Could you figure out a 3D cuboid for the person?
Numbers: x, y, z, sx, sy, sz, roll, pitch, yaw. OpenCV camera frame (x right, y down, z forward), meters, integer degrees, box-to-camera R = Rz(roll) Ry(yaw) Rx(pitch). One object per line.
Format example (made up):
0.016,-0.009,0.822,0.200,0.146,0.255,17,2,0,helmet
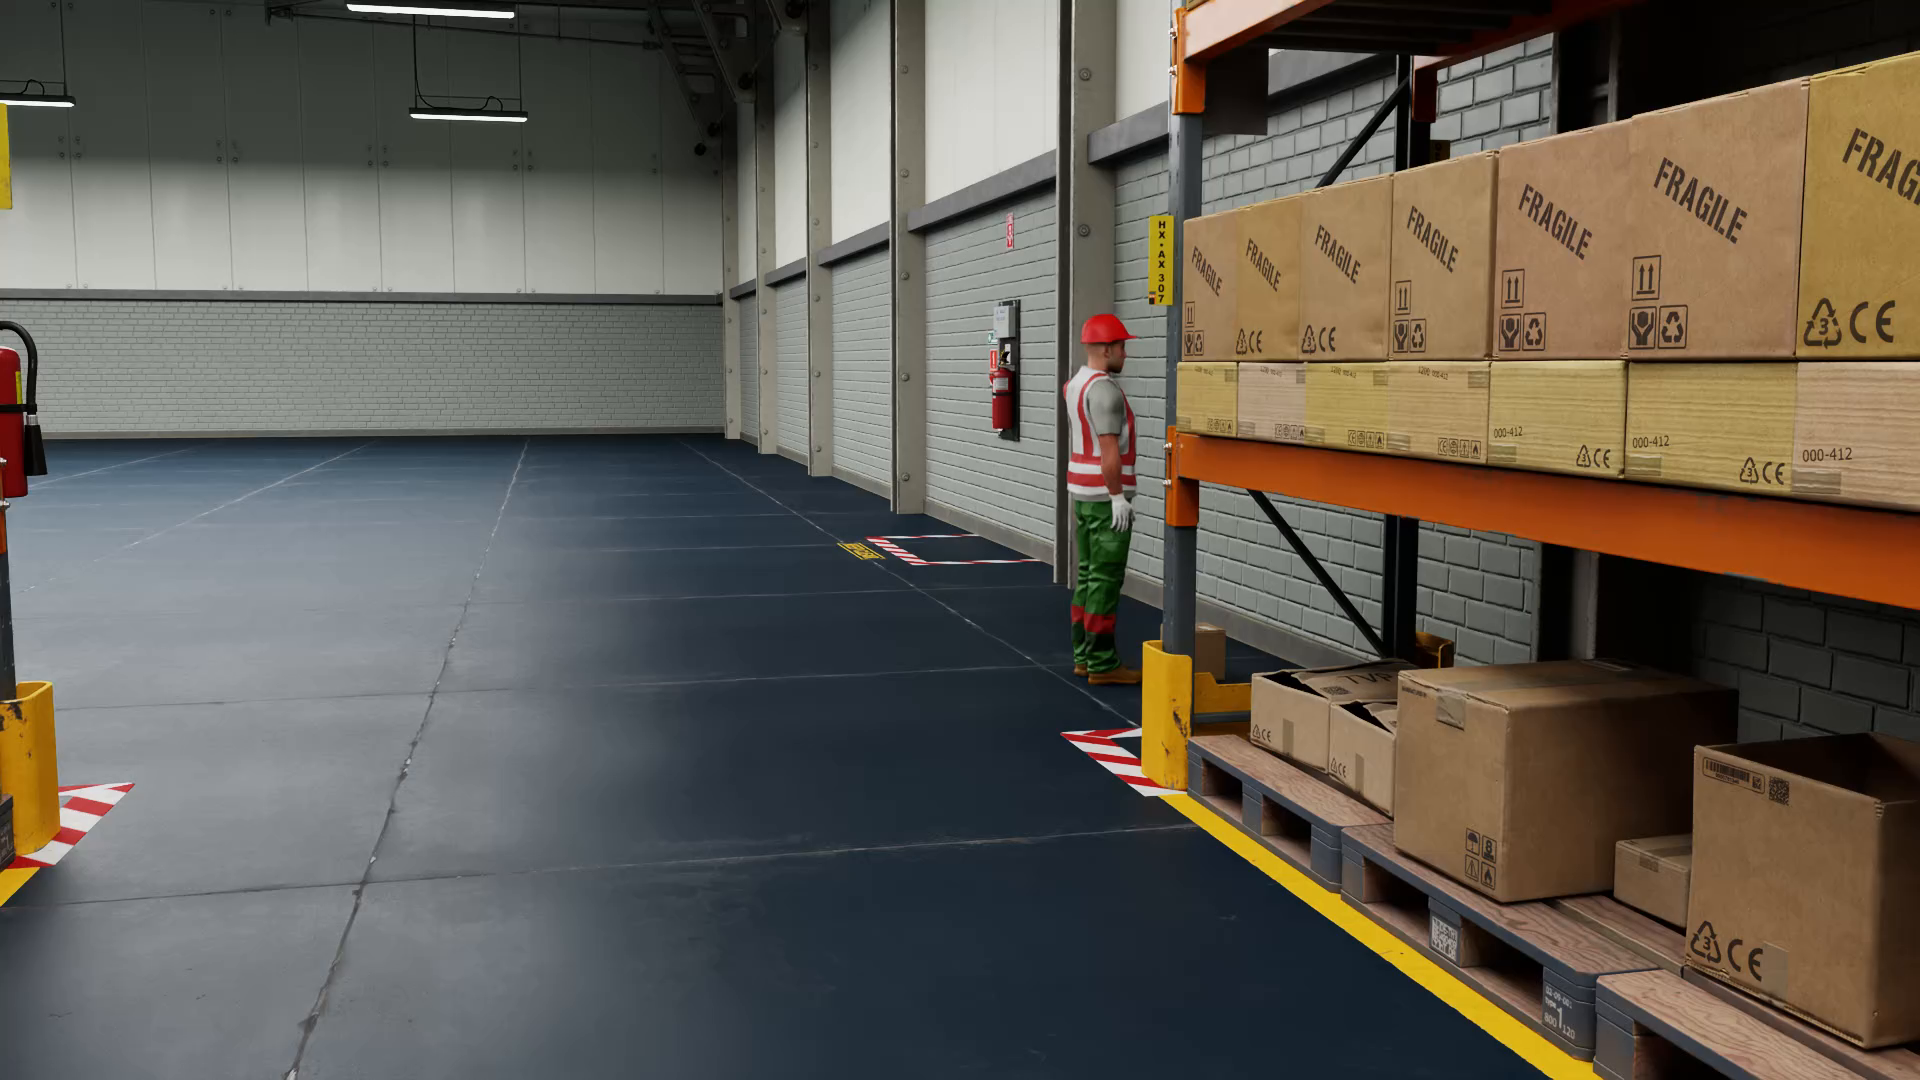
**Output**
0.717,-0.196,8.124,0.375,1.799,0.533,-1,6,-12,person
